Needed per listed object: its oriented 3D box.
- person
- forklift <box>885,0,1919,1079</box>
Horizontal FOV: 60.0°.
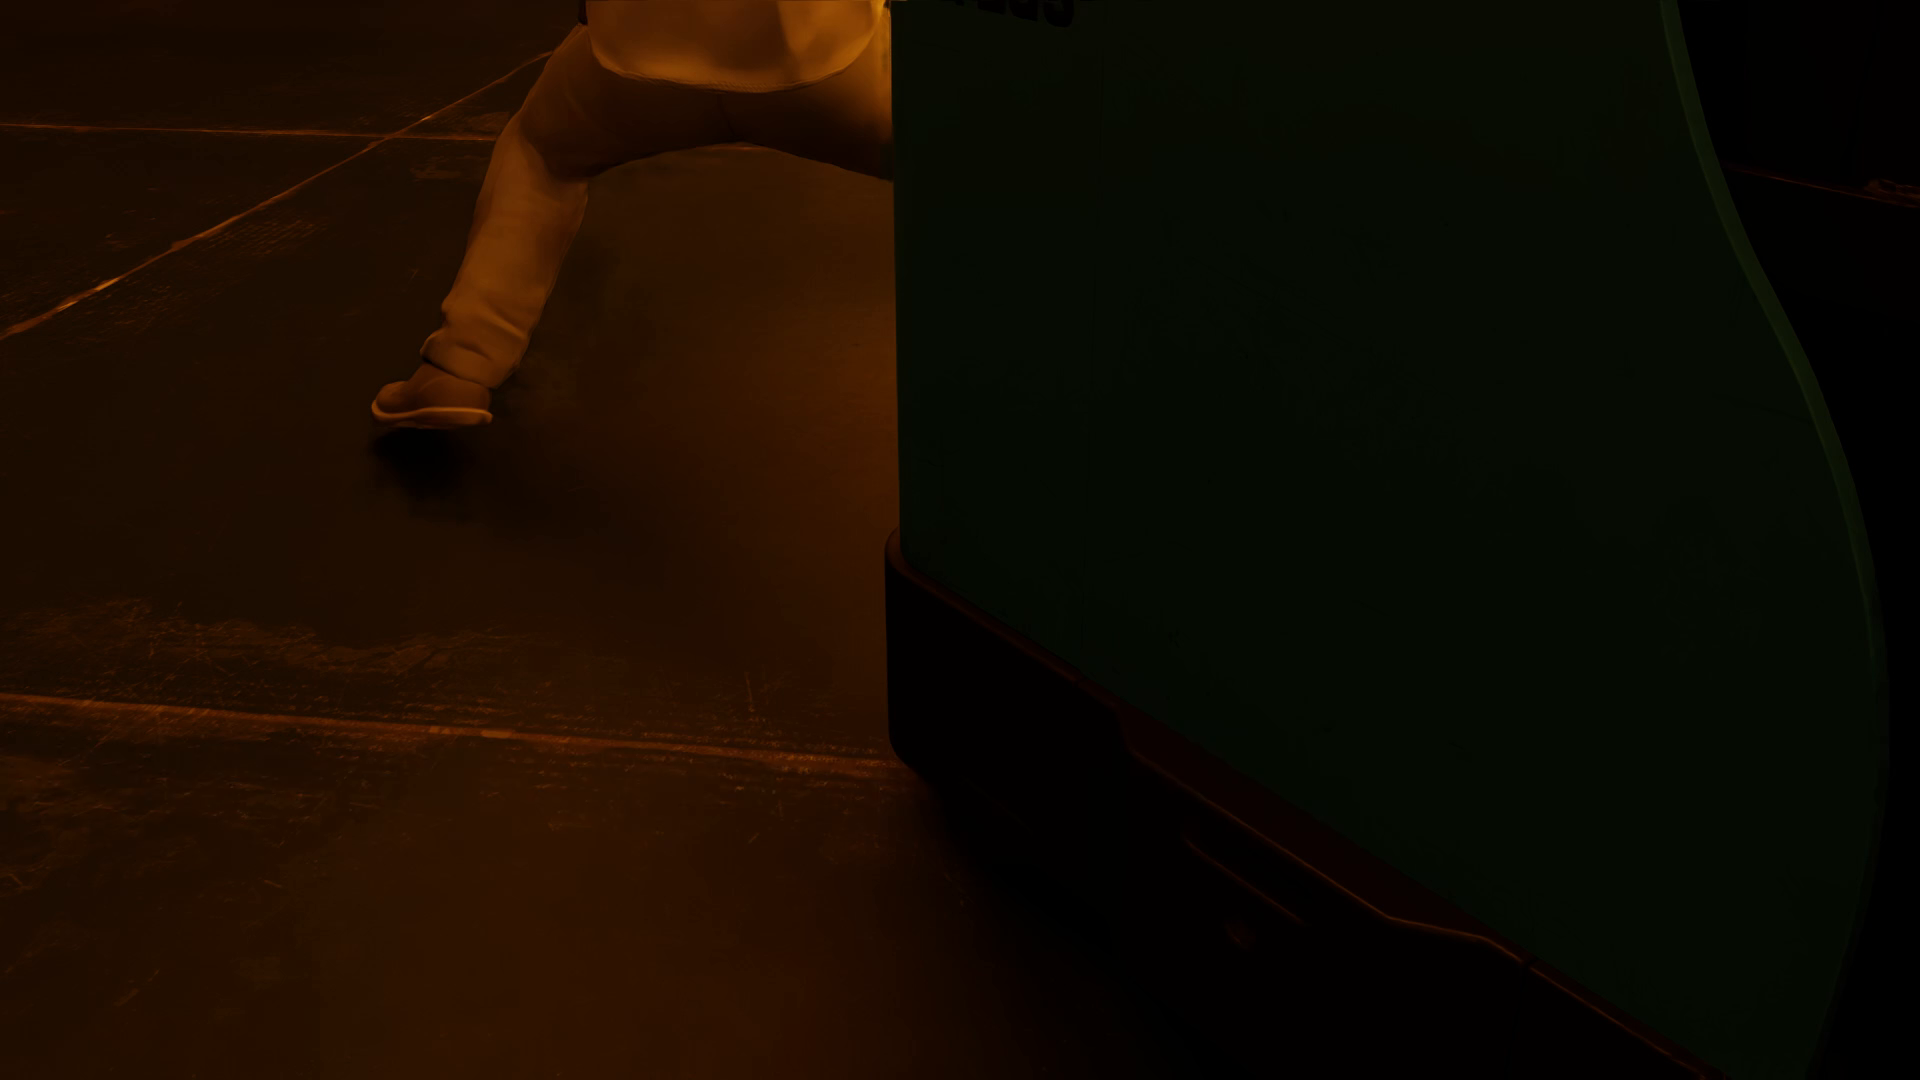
[{"bbox_3d":[-0.335,-0.892,2.563,1.278,1.538,0.743,5,27,10],"label":"person"},{"bbox_3d":[1.214,-0.642,0.503,1.130,2.935,3.031,-19,32,-33],"label":"forklift"}]
